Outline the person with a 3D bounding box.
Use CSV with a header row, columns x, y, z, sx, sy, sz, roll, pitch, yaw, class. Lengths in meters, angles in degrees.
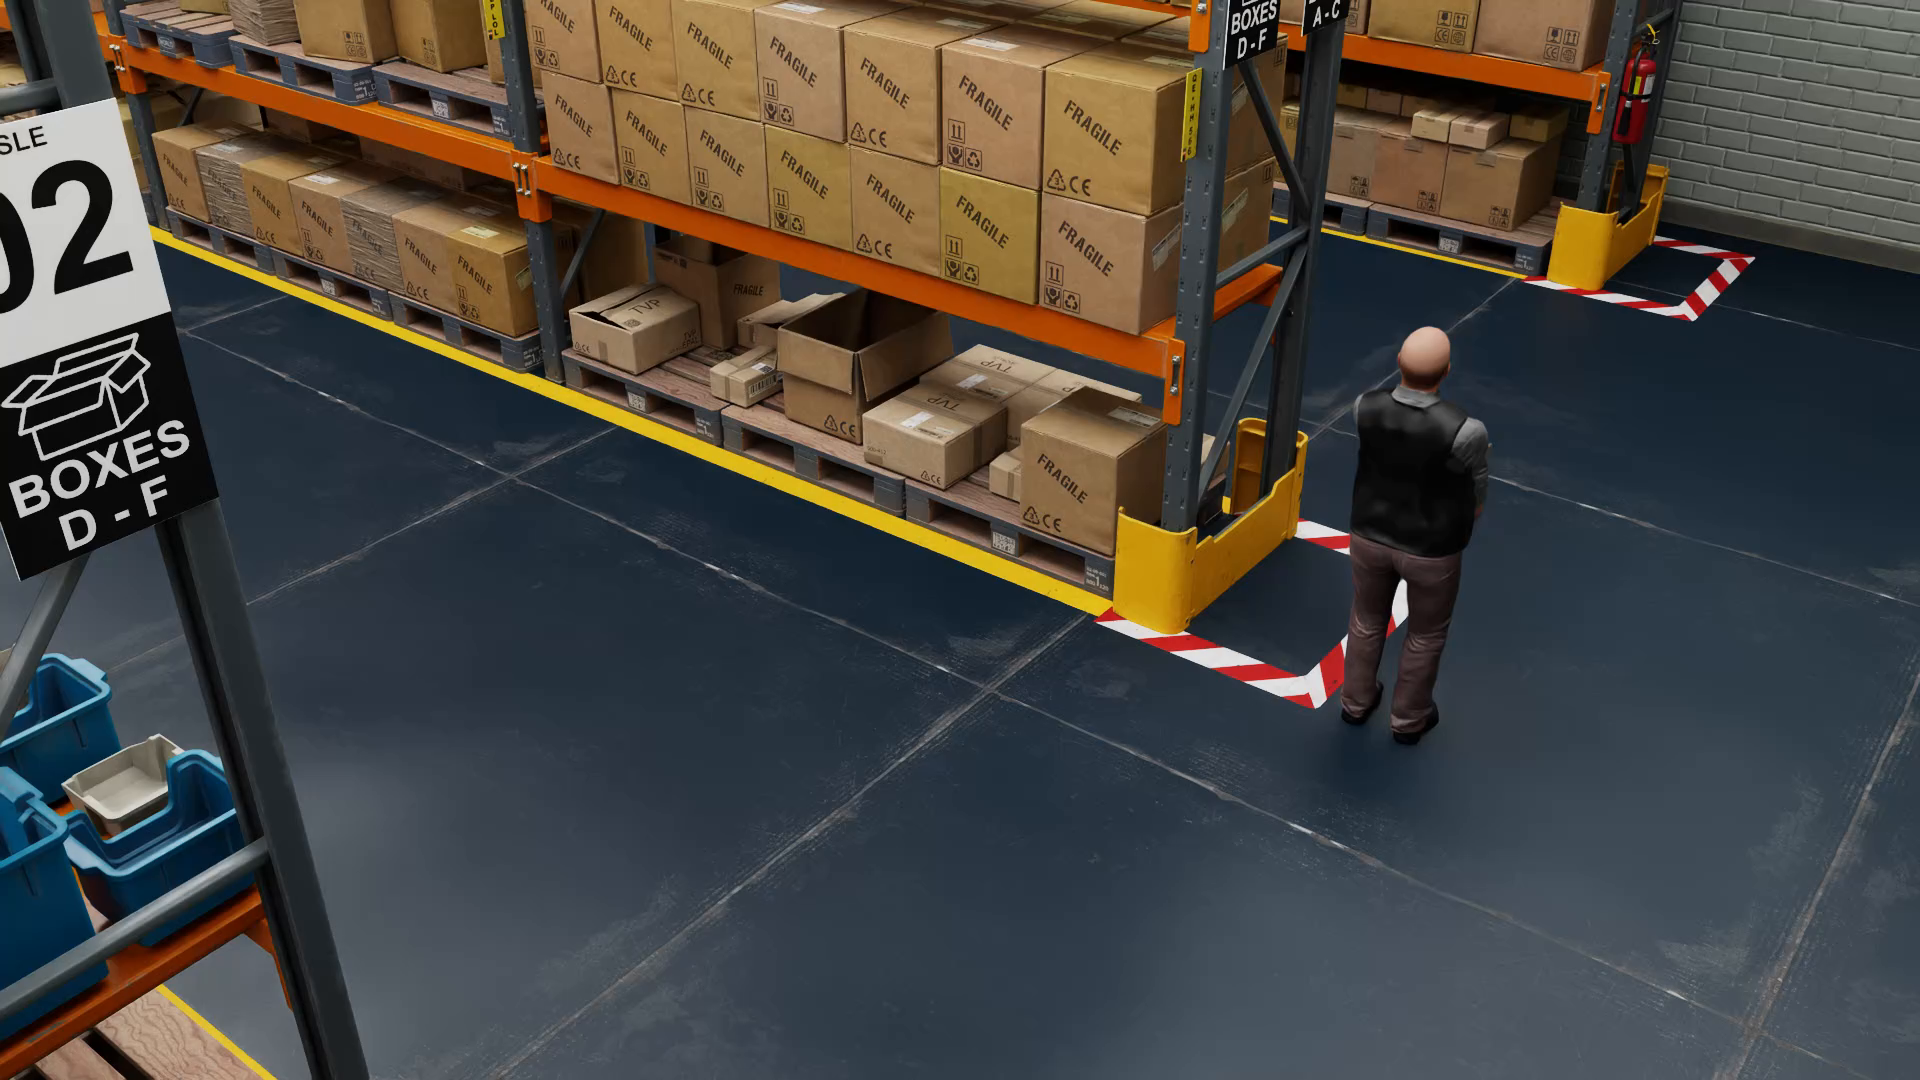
x,y,z,sx,sy,sz,roll,pitch,yaw,class
1.697,-0.040,6.231,0.495,1.716,0.554,20,36,30,person
